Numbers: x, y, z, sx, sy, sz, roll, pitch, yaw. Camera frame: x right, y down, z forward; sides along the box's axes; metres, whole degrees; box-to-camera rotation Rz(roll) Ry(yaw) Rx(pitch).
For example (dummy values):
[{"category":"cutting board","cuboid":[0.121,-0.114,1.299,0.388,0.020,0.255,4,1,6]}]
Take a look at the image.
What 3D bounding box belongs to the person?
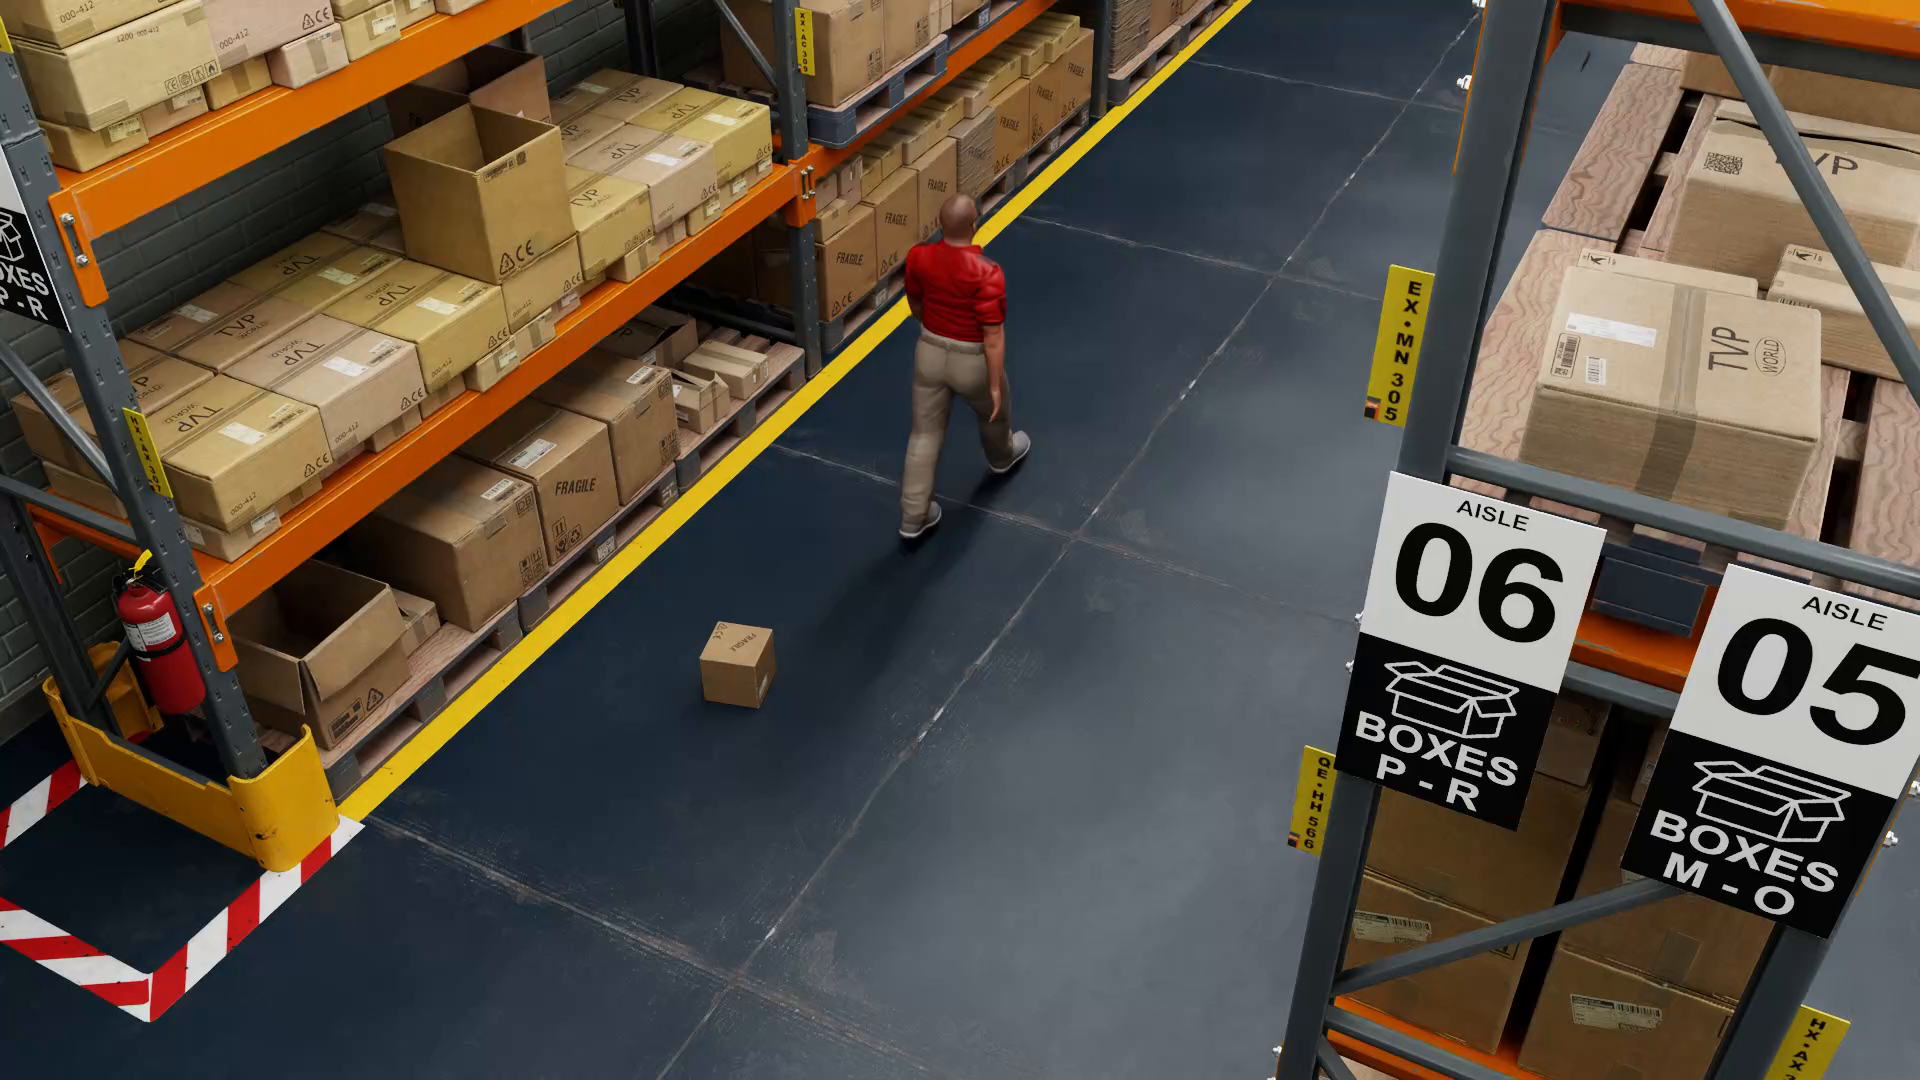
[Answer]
[{"category":"person","cuboid":[0.020,-0.904,7.912,0.578,1.662,1.053,15,40,18]}]
